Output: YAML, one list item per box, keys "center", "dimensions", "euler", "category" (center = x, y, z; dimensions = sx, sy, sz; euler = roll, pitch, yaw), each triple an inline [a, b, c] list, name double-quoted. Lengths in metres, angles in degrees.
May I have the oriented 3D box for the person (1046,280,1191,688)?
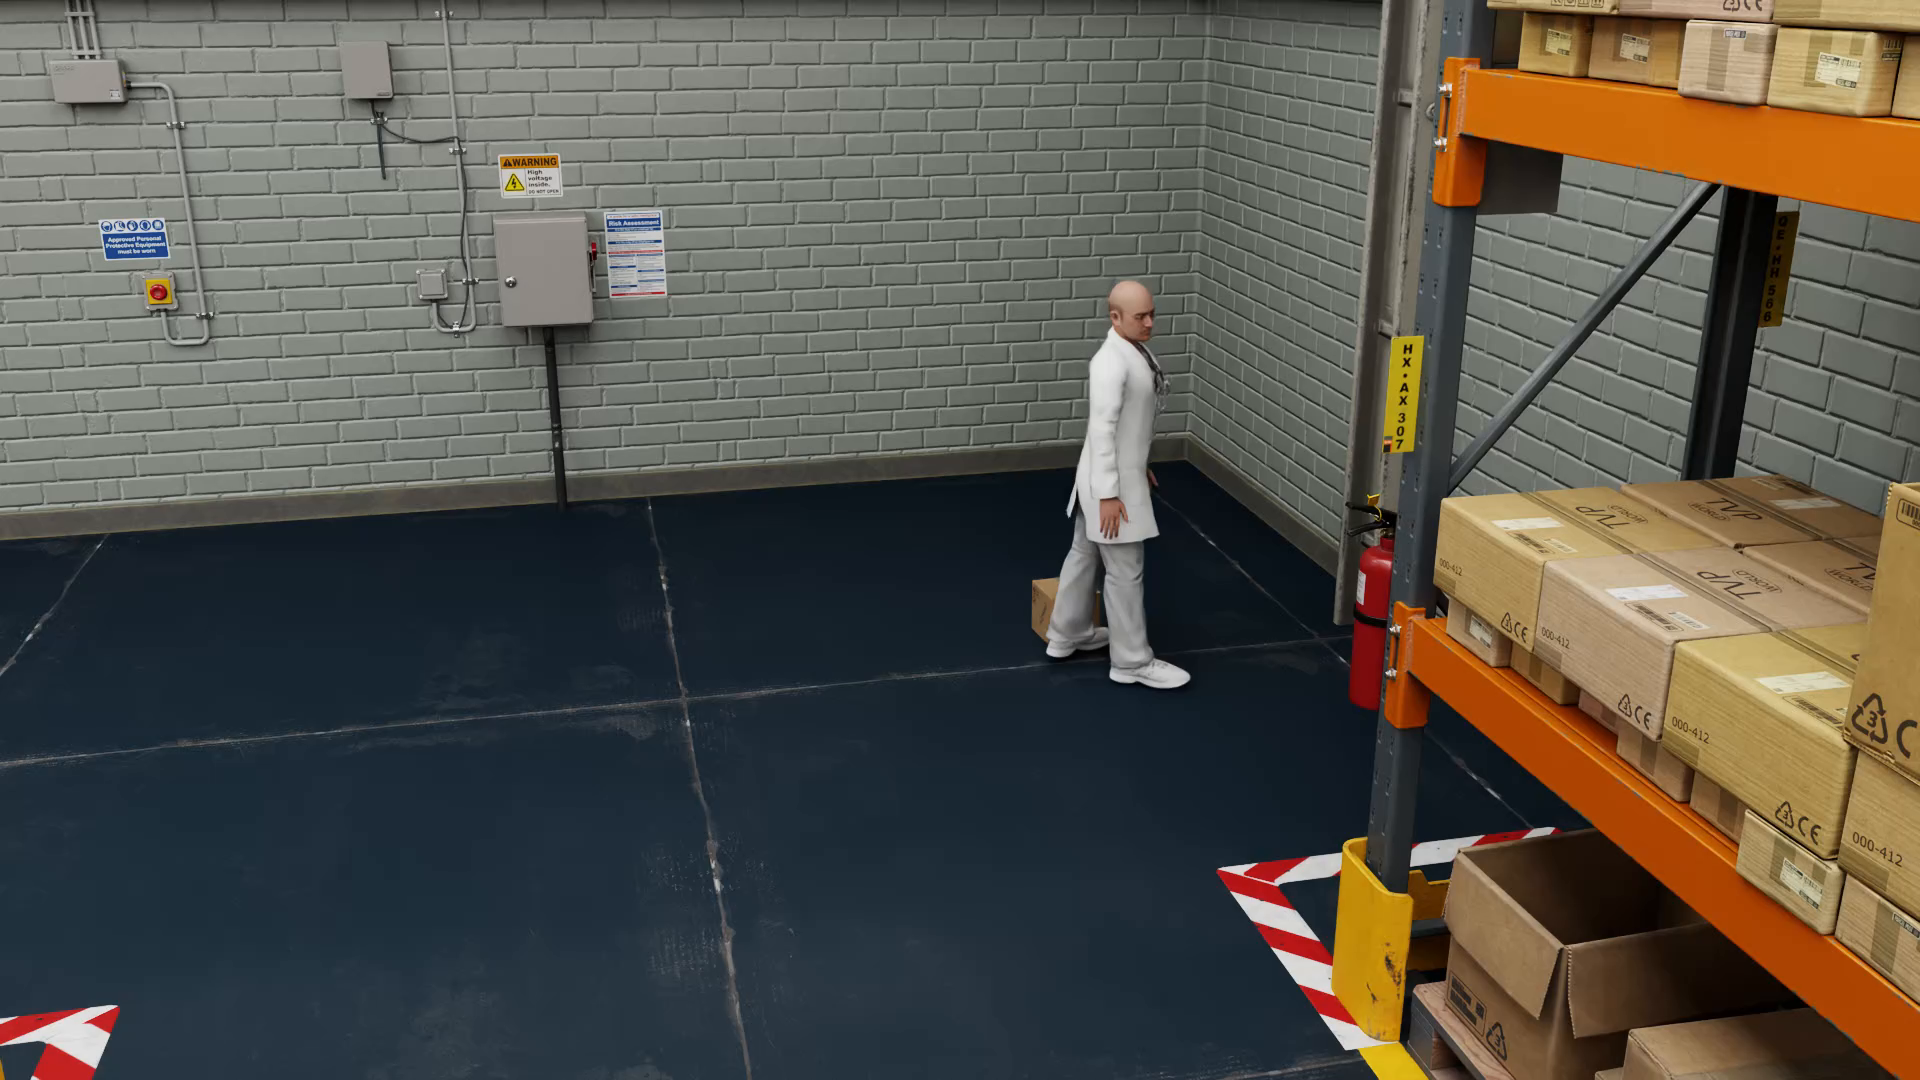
- center: [0.711, -0.250, 7.251]
  dimensions: [0.670, 1.773, 0.639]
  euler: [3, 20, 8]
  category: "person"
